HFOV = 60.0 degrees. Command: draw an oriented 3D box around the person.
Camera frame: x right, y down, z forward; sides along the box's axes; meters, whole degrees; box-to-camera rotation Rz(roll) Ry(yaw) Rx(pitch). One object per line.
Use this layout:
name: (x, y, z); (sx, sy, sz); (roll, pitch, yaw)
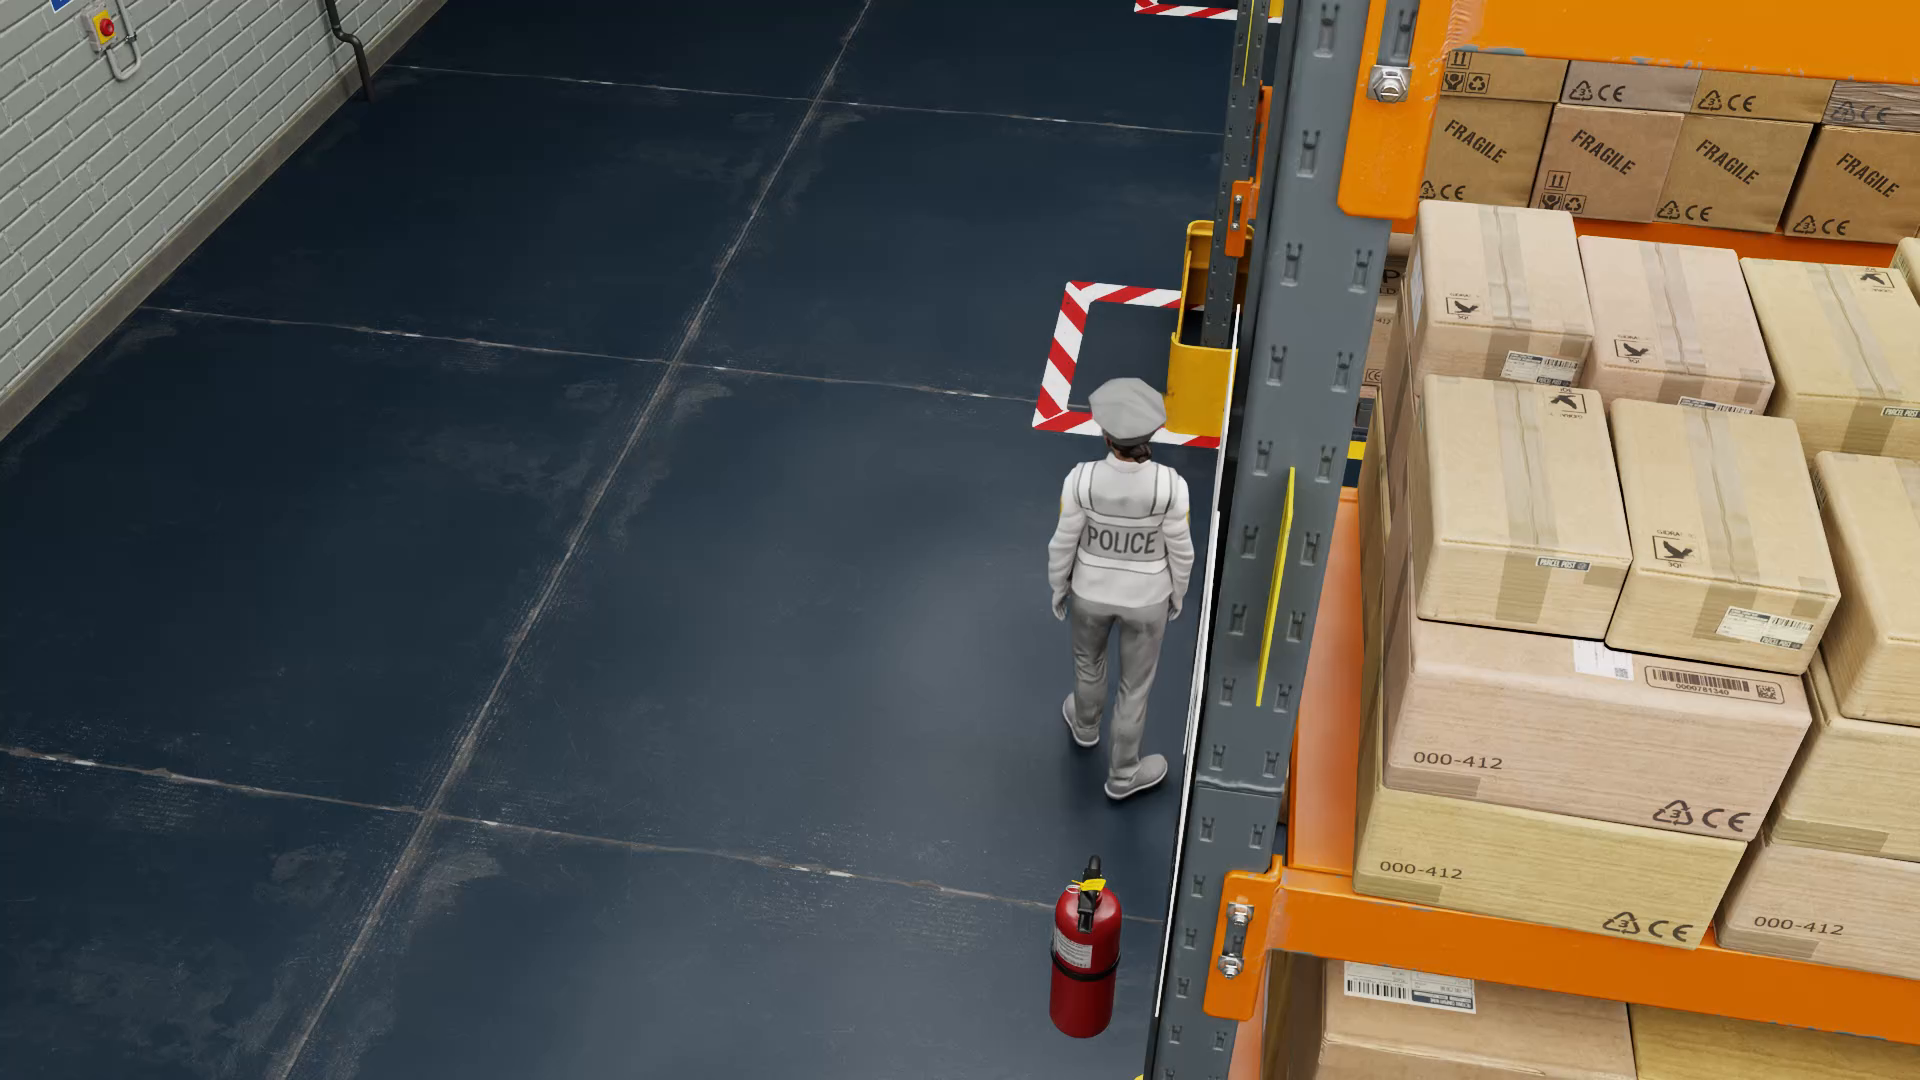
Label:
person: (0.564, 0.191, 5.926); (0.503, 1.679, 0.526); (9, 42, 11)
